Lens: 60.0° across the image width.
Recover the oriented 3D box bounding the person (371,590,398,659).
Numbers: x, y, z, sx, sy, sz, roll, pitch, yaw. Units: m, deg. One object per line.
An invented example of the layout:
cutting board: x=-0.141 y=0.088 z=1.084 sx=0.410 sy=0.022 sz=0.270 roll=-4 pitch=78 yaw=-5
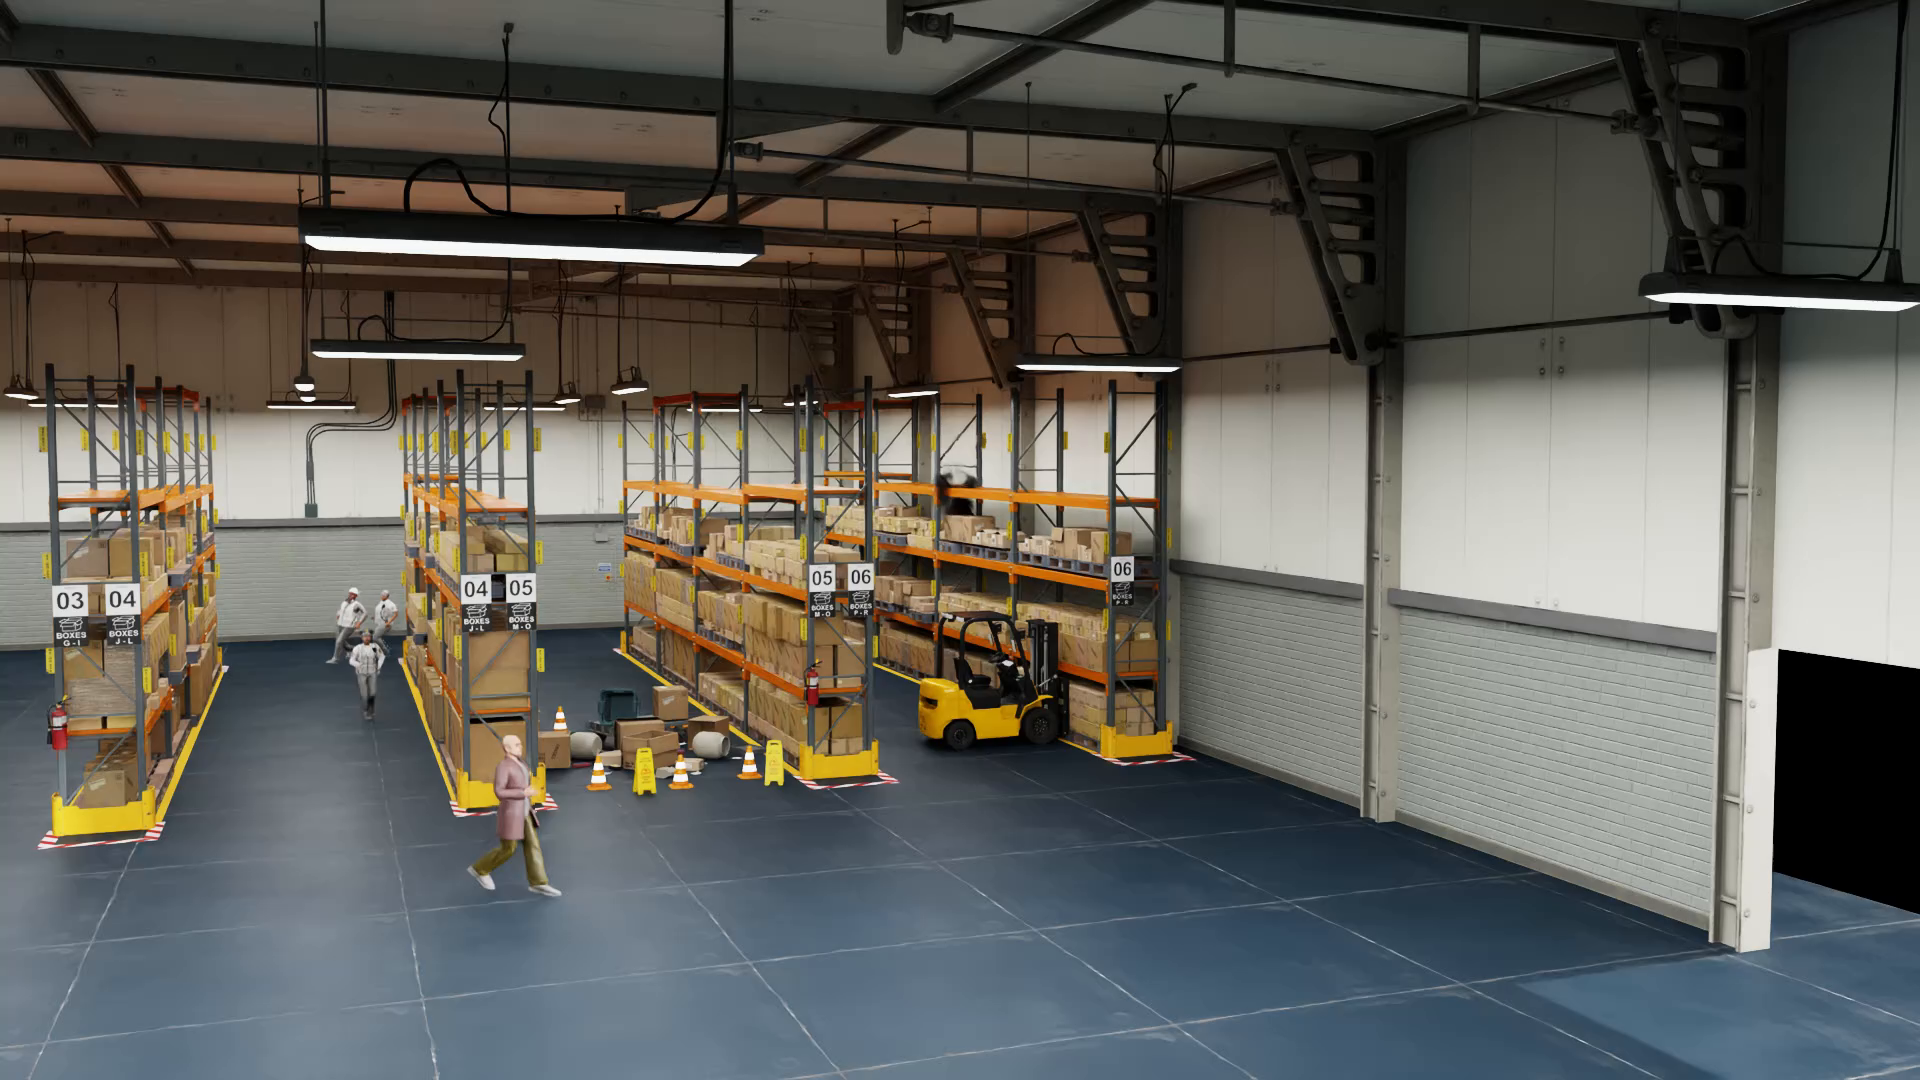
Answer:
person: x=-13.363 y=1.954 z=38.458 sx=0.662 sy=1.606 sz=0.564 roll=3 pitch=4 yaw=42

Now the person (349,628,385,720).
person: x=-10.669 y=2.422 z=29.992 sx=0.624 sy=1.651 sz=0.532 roll=-2 pitch=4 yaw=-26

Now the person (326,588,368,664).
person: x=-13.879 y=1.945 z=37.577 sx=0.712 sy=1.713 sz=0.873 roll=2 pitch=4 yaw=28

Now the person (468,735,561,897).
person: x=-4.905 y=3.025 z=18.259 sx=1.049 sy=1.781 sz=0.710 roll=1 pitch=3 yaw=13
